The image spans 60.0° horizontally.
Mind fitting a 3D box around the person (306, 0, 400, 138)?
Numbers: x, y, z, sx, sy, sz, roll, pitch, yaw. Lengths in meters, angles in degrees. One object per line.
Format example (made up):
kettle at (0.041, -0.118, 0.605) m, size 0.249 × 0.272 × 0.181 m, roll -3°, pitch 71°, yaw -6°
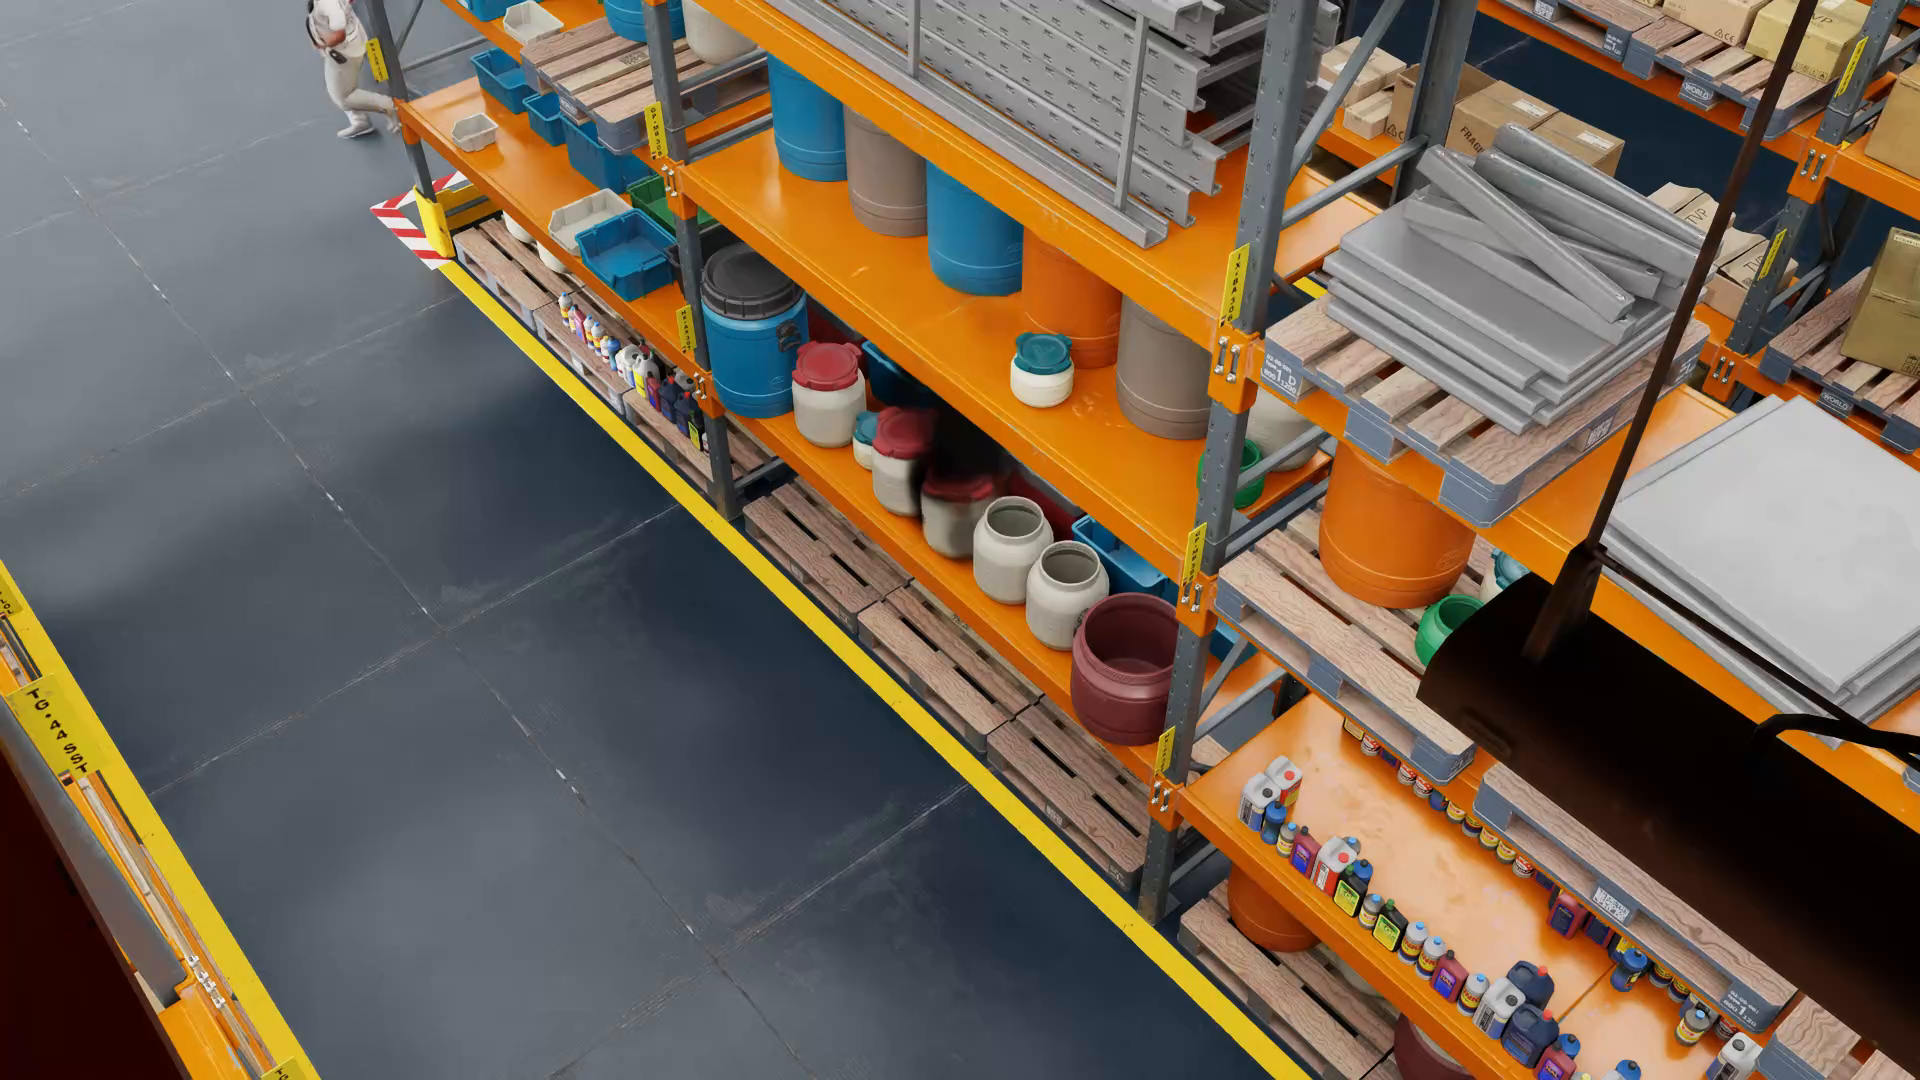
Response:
person at (-5.031, -4.052, 13.664) m, size 0.640 × 1.762 × 0.679 m, roll -7°, pitch 47°, yaw -6°
